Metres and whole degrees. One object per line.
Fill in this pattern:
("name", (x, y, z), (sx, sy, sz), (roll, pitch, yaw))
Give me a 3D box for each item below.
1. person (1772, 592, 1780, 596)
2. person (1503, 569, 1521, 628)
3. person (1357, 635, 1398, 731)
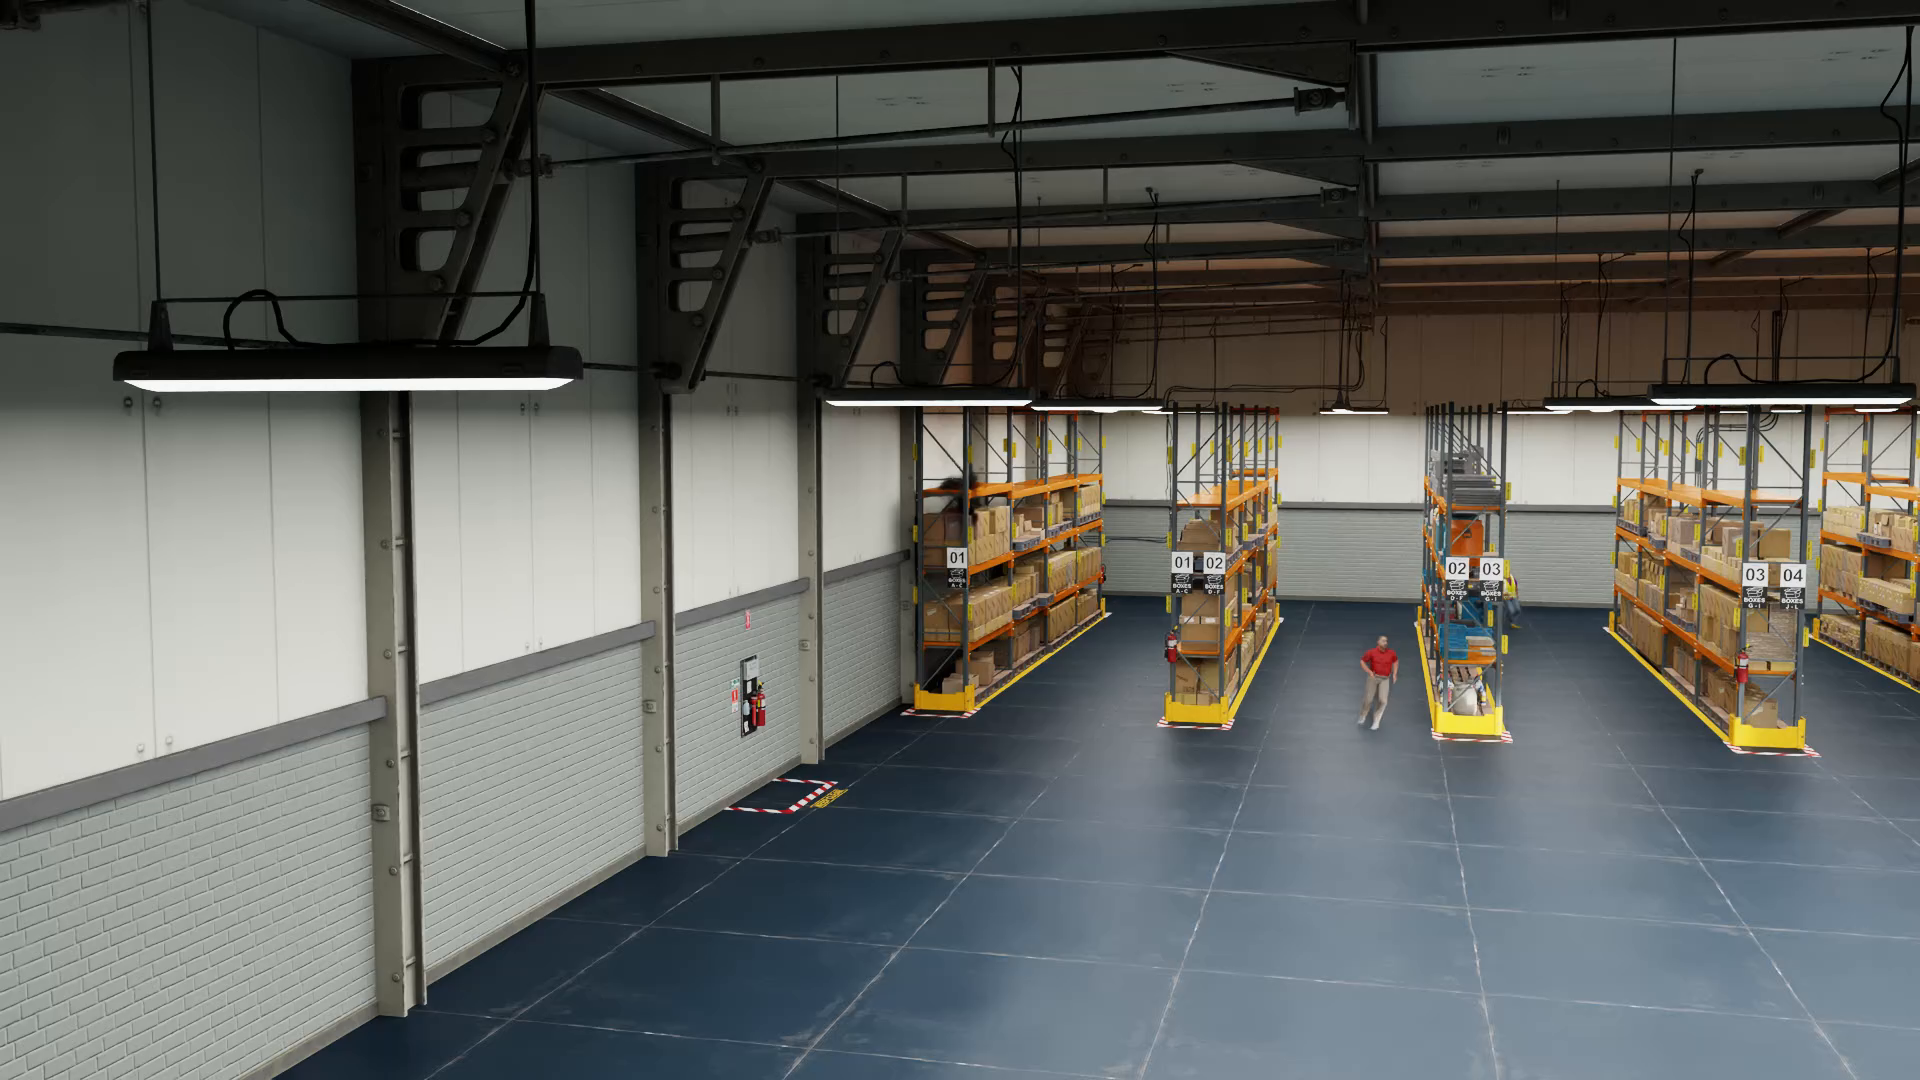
("person", (21.308, 1.720, 43.927), (0.491, 1.508, 0.599), (-1, 4, -16))
("person", (14.821, 1.556, 45.010), (0.719, 1.685, 0.557), (-1, 4, -13))
("person", (7.721, 2.629, 30.651), (0.733, 1.753, 0.695), (0, 4, 6))
